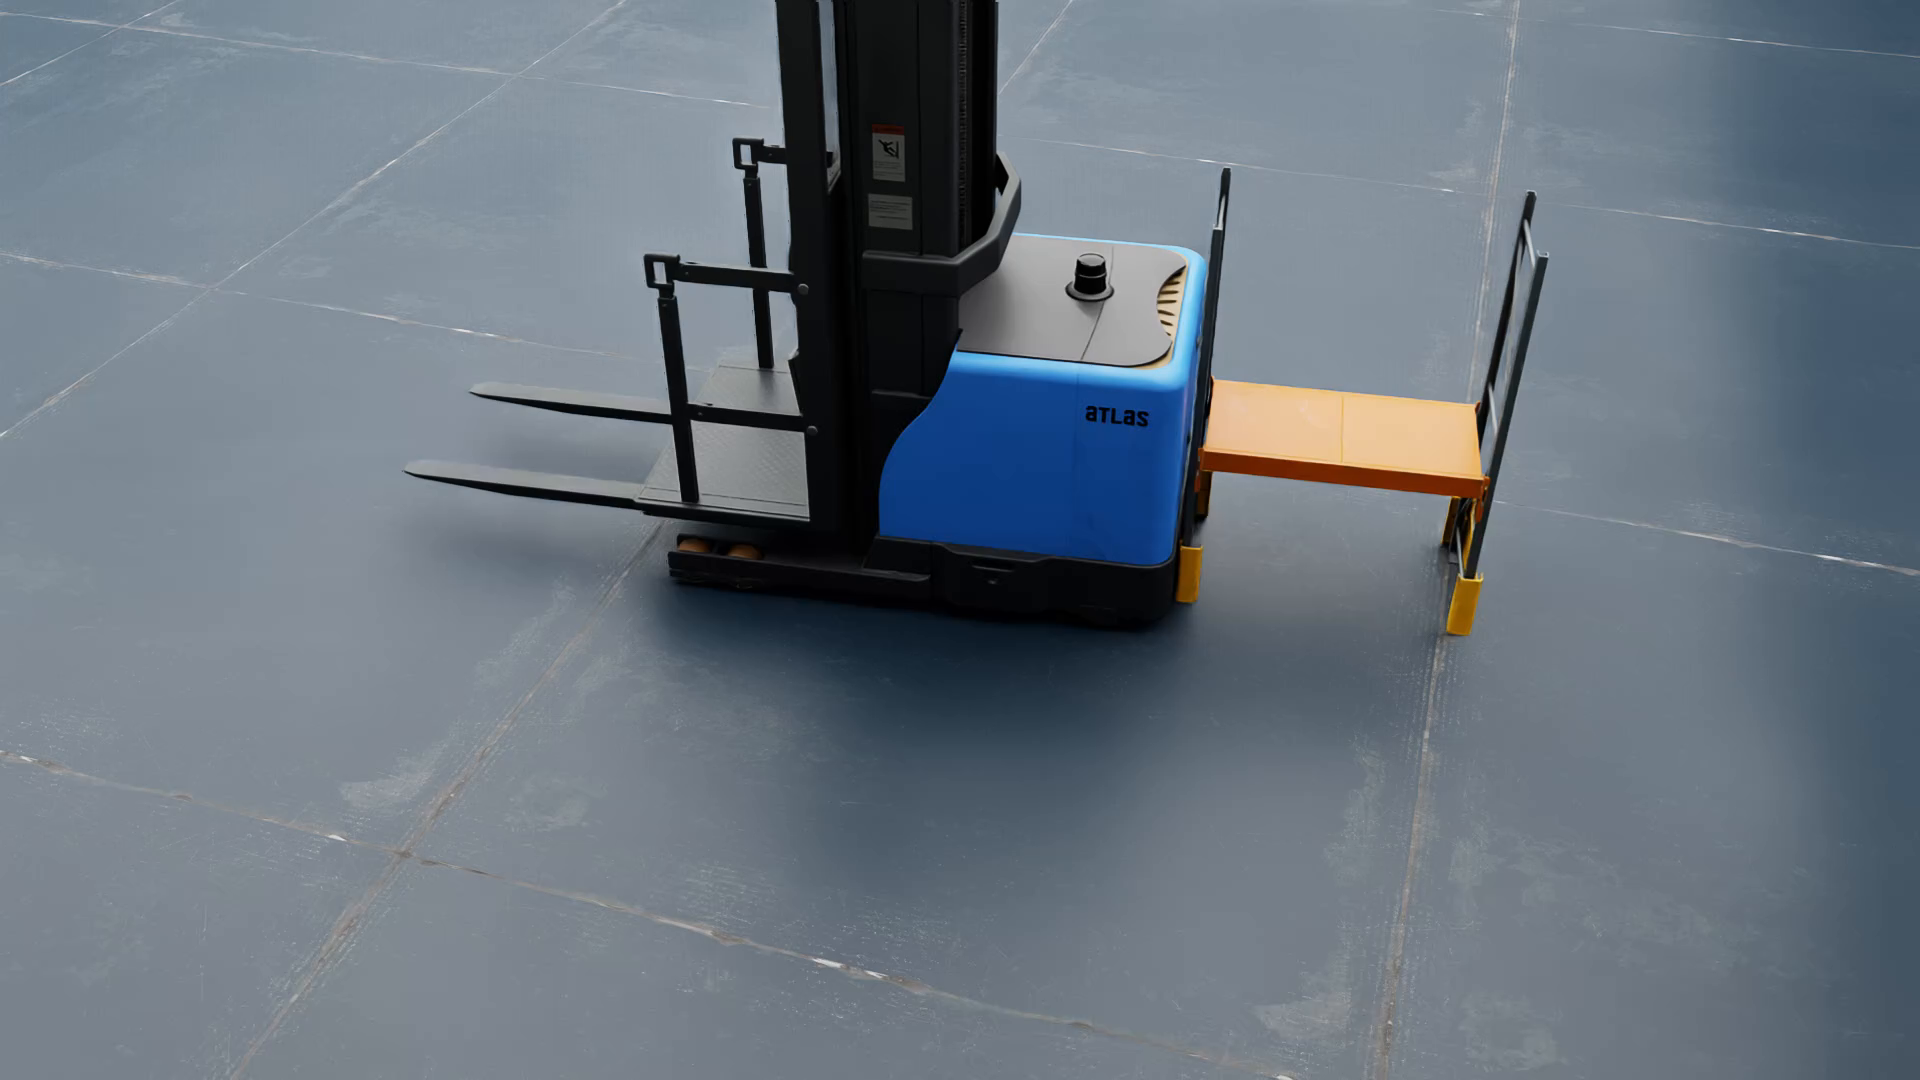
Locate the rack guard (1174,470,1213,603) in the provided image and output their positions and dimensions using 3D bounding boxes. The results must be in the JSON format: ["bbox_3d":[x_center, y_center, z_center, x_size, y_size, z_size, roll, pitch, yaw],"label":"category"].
[{"bbox_3d":[0.898,-0.038,6.376,0.087,0.250,0.587,7,37,9],"label":"rack guard"}]

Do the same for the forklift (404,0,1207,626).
[{"bbox_3d":[-0.638,-1.295,5.822,3.031,2.935,1.130,7,37,9],"label":"forklift"}]

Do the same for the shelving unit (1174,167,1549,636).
[{"bbox_3d":[1.387,-0.485,5.929,1.083,1.500,0.587,7,37,9],"label":"shelving unit"}]

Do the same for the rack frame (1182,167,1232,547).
[{"bbox_3d":[0.879,-0.543,6.008,0.032,1.500,0.500,7,37,9],"label":"rack frame"}]

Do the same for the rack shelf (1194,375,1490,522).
[{"bbox_3d":[1.378,-0.341,6.037,1.000,0.185,0.538,7,37,9],"label":"rack shelf"}]

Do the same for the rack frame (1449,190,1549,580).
[{"bbox_3d":[1.877,-0.429,5.852,0.032,1.500,0.500,7,37,9],"label":"rack frame"}]

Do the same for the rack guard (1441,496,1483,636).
[{"bbox_3d":[1.876,0.075,6.223,0.087,0.250,0.587,7,37,9],"label":"rack guard"}]
